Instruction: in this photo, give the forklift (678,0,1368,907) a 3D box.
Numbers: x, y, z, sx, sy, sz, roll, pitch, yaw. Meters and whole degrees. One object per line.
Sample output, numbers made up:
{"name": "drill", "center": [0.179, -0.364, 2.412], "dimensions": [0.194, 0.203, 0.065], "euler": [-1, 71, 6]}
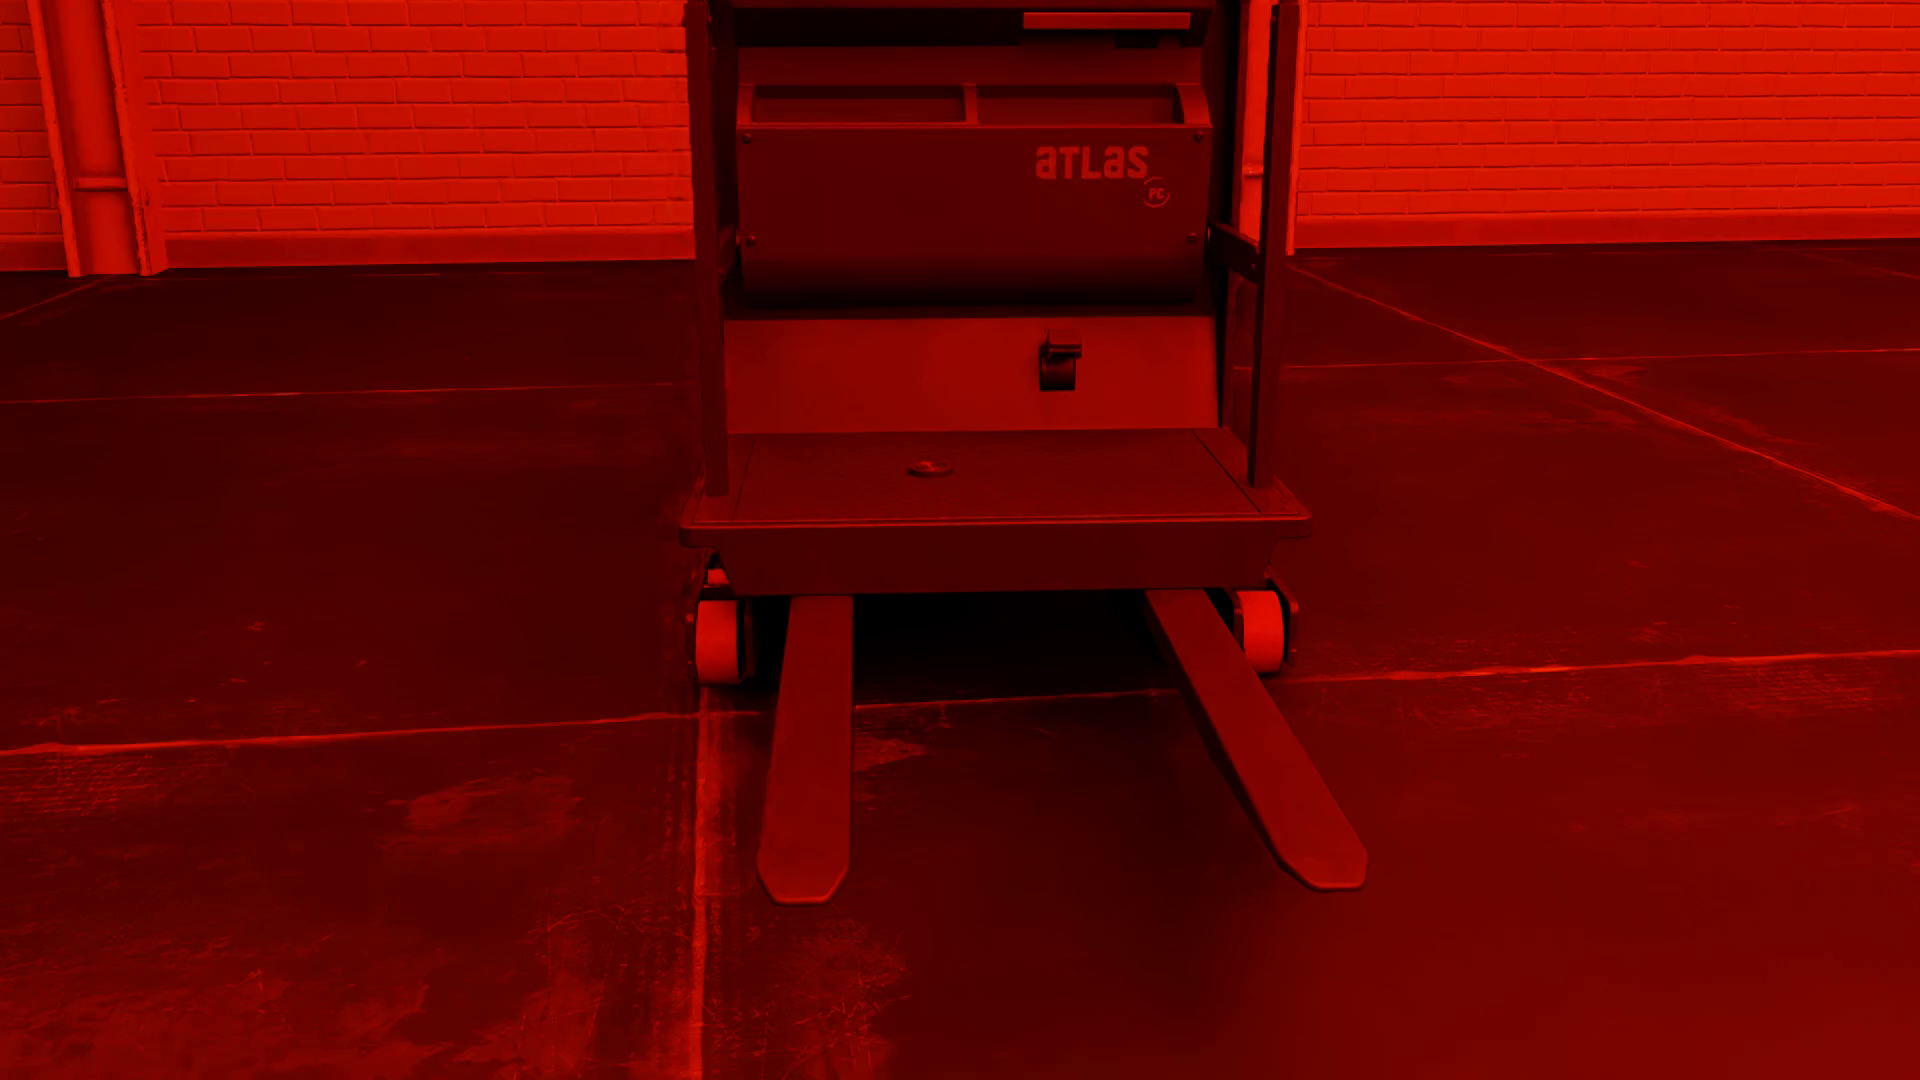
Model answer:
{"name": "forklift", "center": [0.040, -1.227, 2.959], "dimensions": [1.130, 2.935, 3.031], "euler": [-1, 17, -3]}
